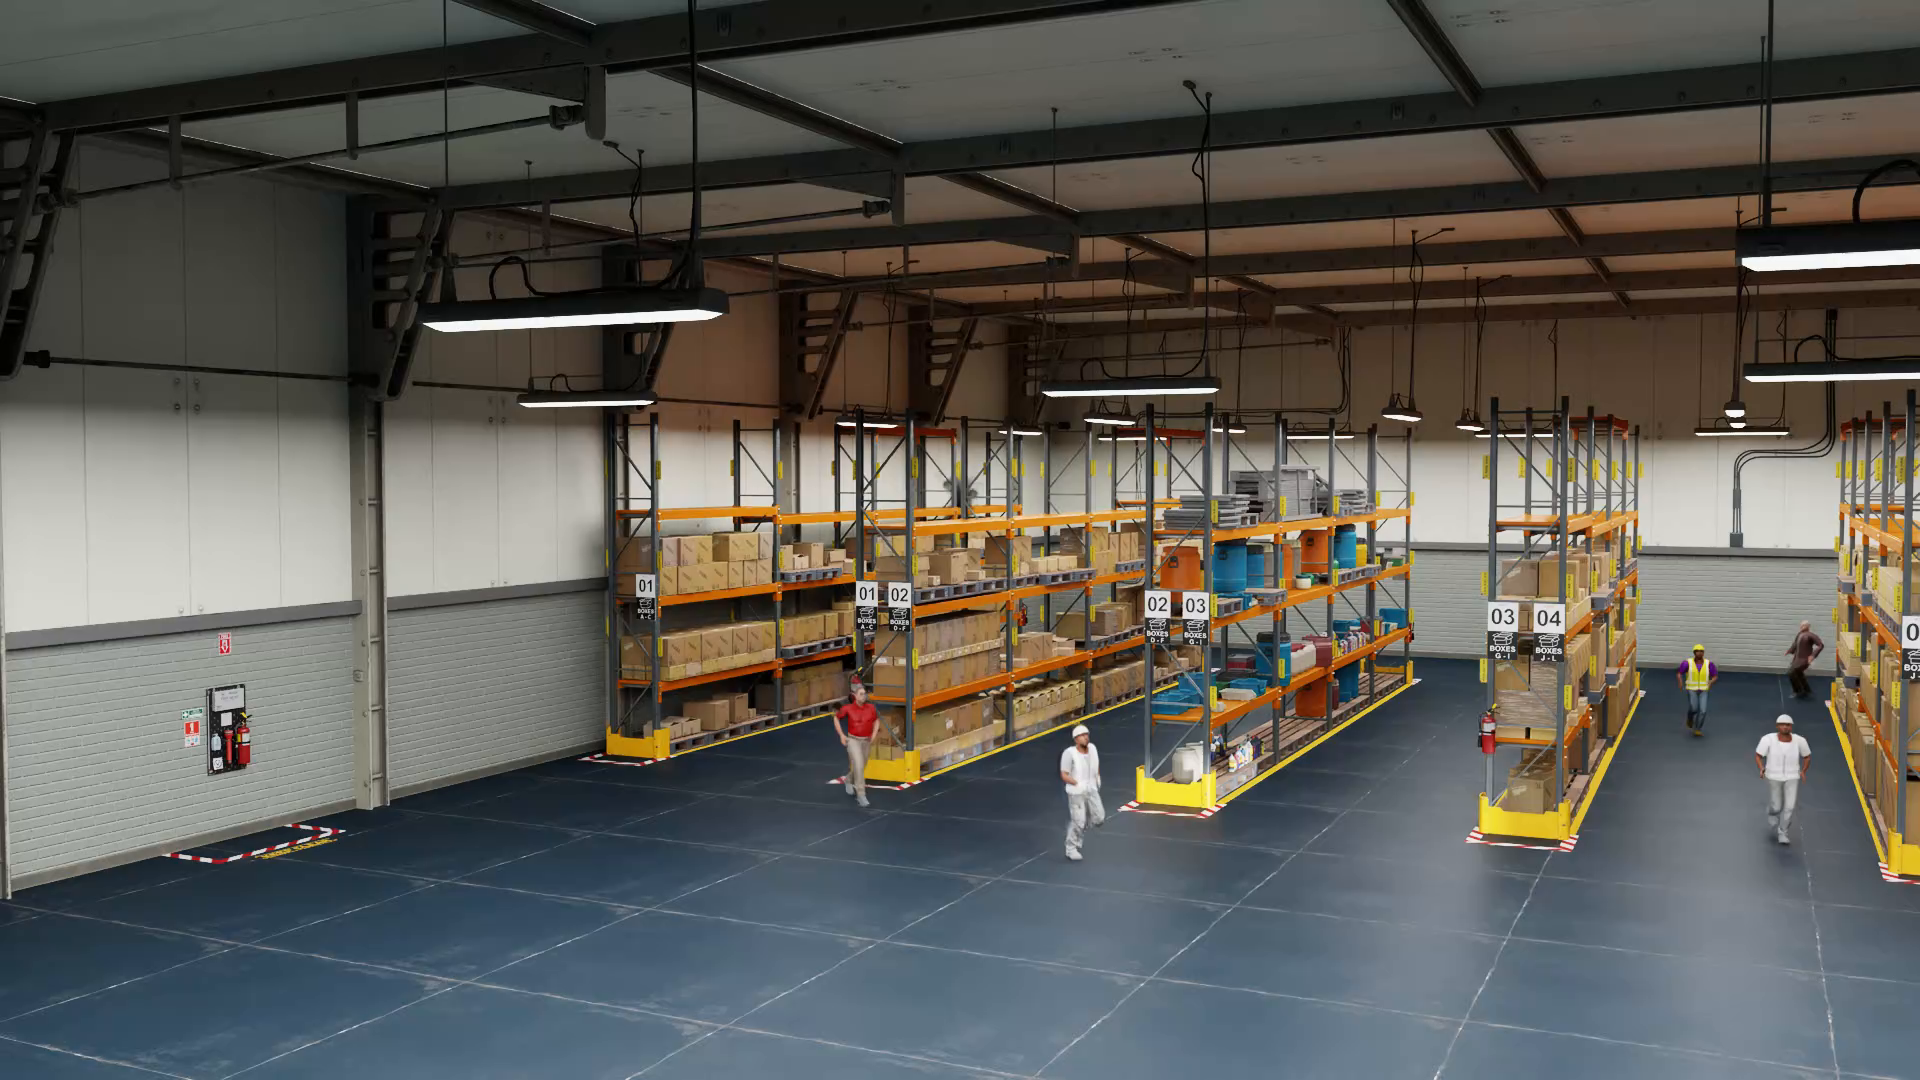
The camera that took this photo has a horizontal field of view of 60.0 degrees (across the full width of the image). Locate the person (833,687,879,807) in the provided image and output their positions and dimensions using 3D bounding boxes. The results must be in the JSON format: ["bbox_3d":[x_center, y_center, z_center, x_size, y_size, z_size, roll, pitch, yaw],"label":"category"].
[{"bbox_3d":[-1.535,3.095,25.148,0.683,1.748,0.930,-2,3,-34],"label":"person"}]

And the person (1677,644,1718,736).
[{"bbox_3d":[13.901,2.796,31.320,0.703,1.655,0.532,1,2,16],"label":"person"}]

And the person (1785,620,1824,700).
[{"bbox_3d":[18.324,2.624,36.132,0.690,1.767,0.774,0,2,-1],"label":"person"}]

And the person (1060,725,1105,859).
[{"bbox_3d":[1.604,3.236,21.310,0.706,1.733,0.654,-2,3,-32],"label":"person"}]

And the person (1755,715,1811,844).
[{"bbox_3d":[11.123,3.194,22.476,0.694,1.710,0.726,1,3,19],"label":"person"}]
